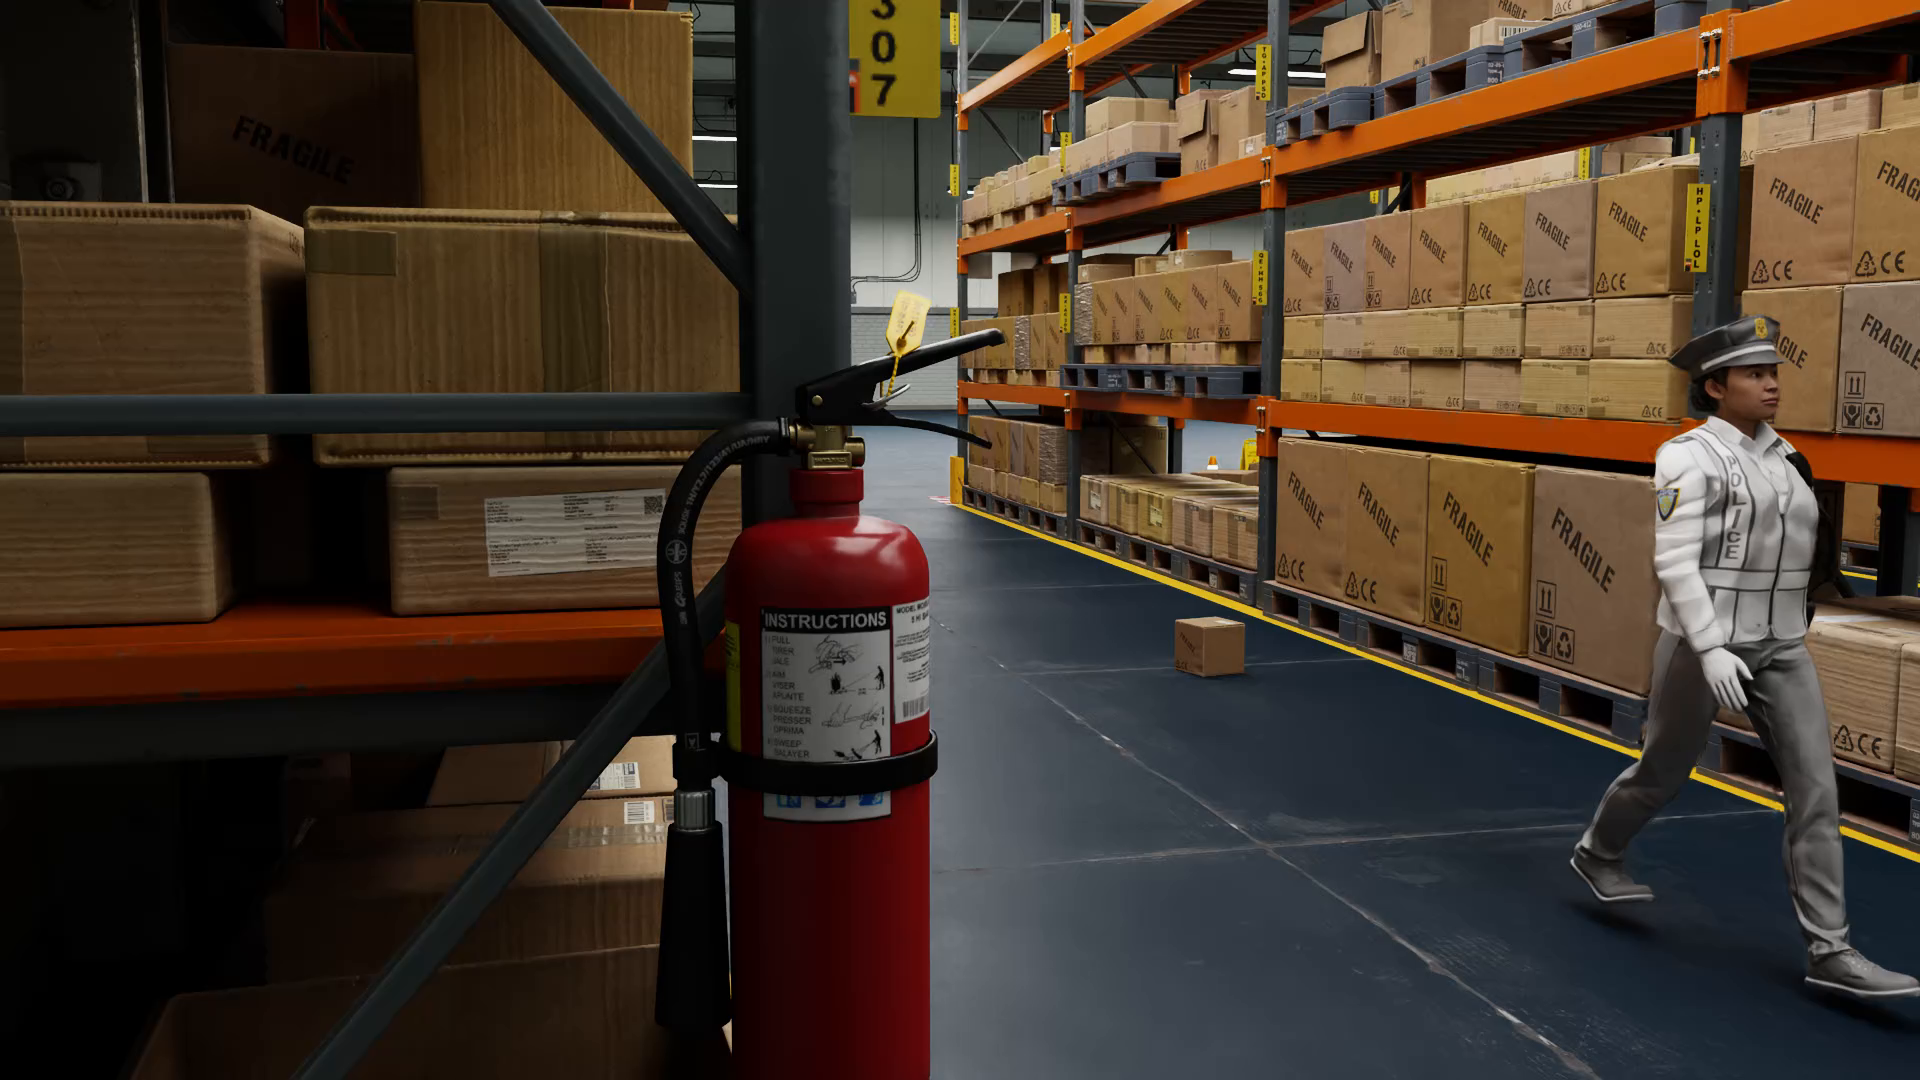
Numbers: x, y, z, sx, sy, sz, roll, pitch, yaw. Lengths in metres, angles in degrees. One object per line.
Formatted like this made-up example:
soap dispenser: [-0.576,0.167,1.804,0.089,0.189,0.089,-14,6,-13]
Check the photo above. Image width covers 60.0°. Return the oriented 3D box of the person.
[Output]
person: [1.958,0.255,4.202,0.486,1.639,1.013,-2,6,-16]
